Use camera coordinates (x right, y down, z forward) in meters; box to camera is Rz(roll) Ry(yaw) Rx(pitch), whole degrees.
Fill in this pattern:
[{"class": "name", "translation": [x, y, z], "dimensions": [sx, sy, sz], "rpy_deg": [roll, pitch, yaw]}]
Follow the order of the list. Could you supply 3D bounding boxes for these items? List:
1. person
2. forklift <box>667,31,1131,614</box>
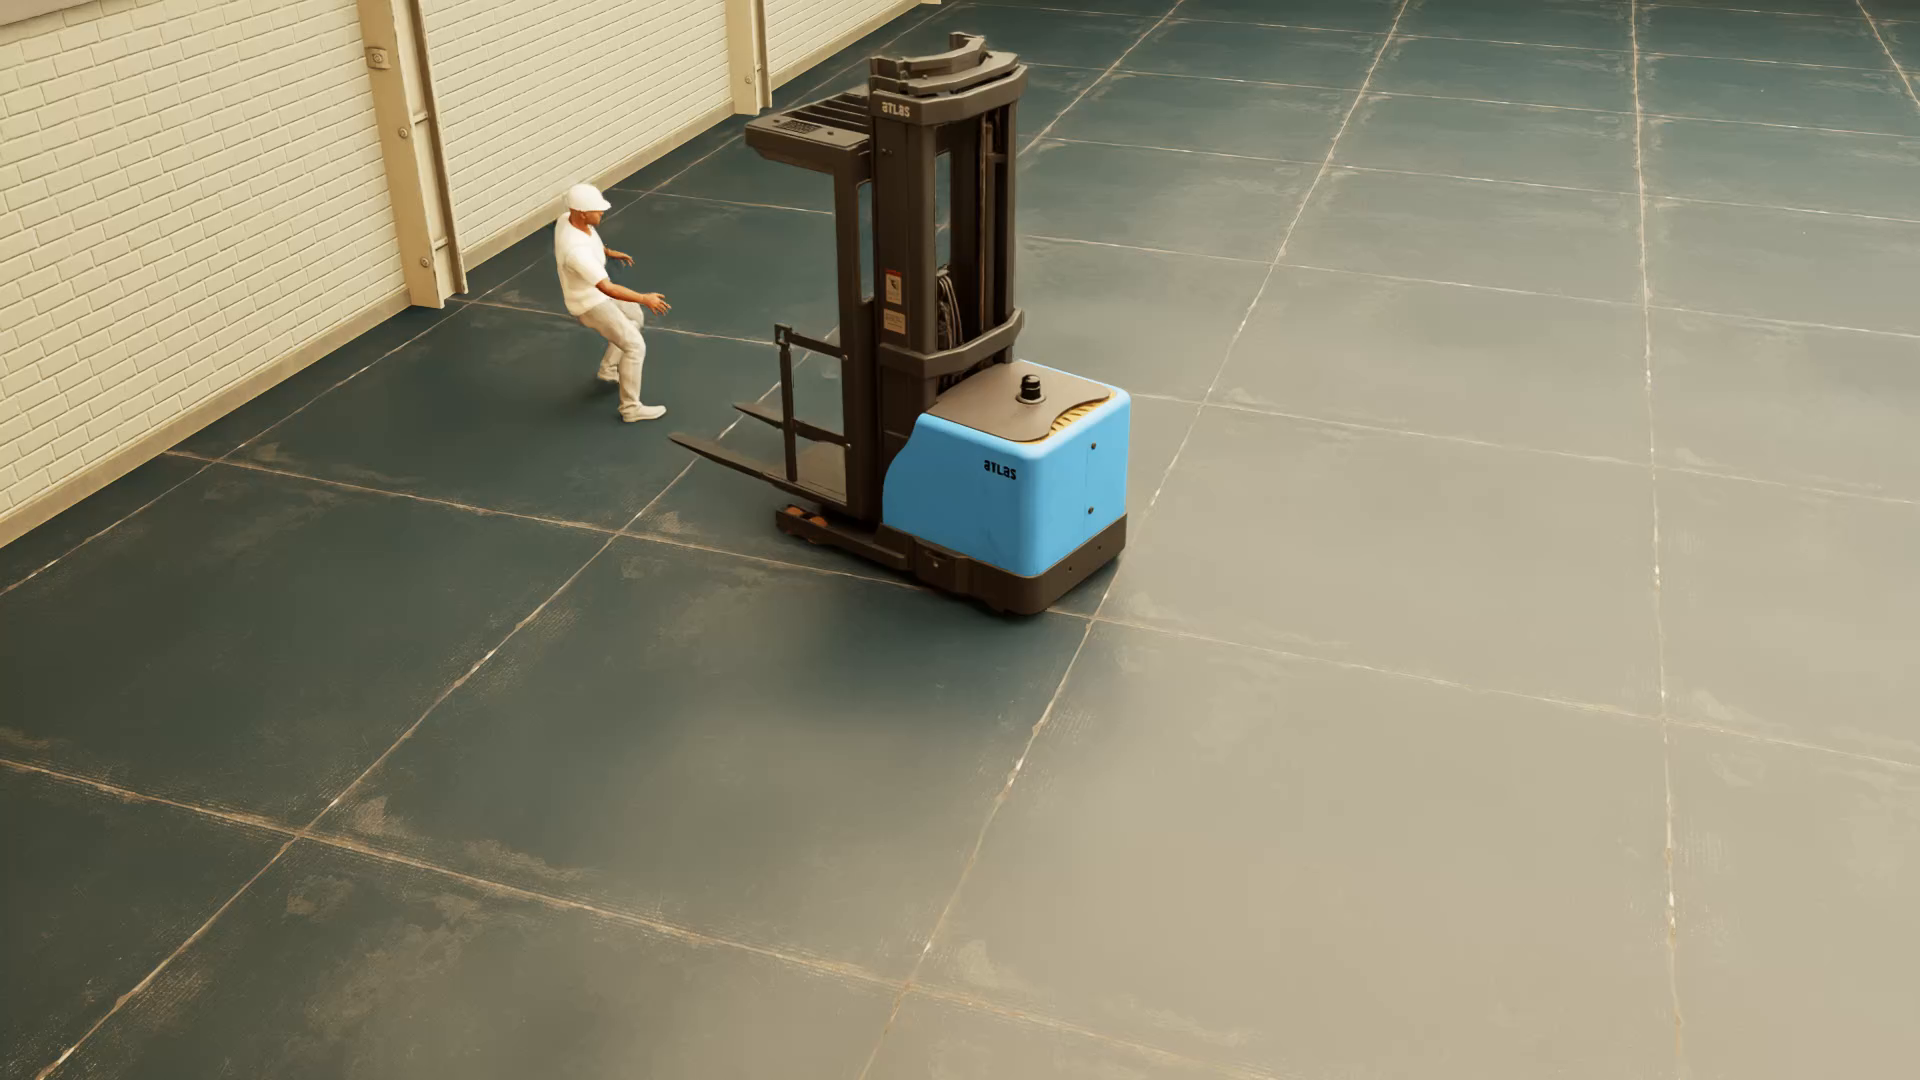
[{"class": "person", "translation": [-2.391, -1.703, 11.463], "dimensions": [0.708, 1.612, 0.886], "rpy_deg": [-7, 30, -13]}, {"class": "forklift", "translation": [-0.500, -1.435, 9.654], "dimensions": [3.031, 2.935, 1.130], "rpy_deg": [21, 36, 32]}]
